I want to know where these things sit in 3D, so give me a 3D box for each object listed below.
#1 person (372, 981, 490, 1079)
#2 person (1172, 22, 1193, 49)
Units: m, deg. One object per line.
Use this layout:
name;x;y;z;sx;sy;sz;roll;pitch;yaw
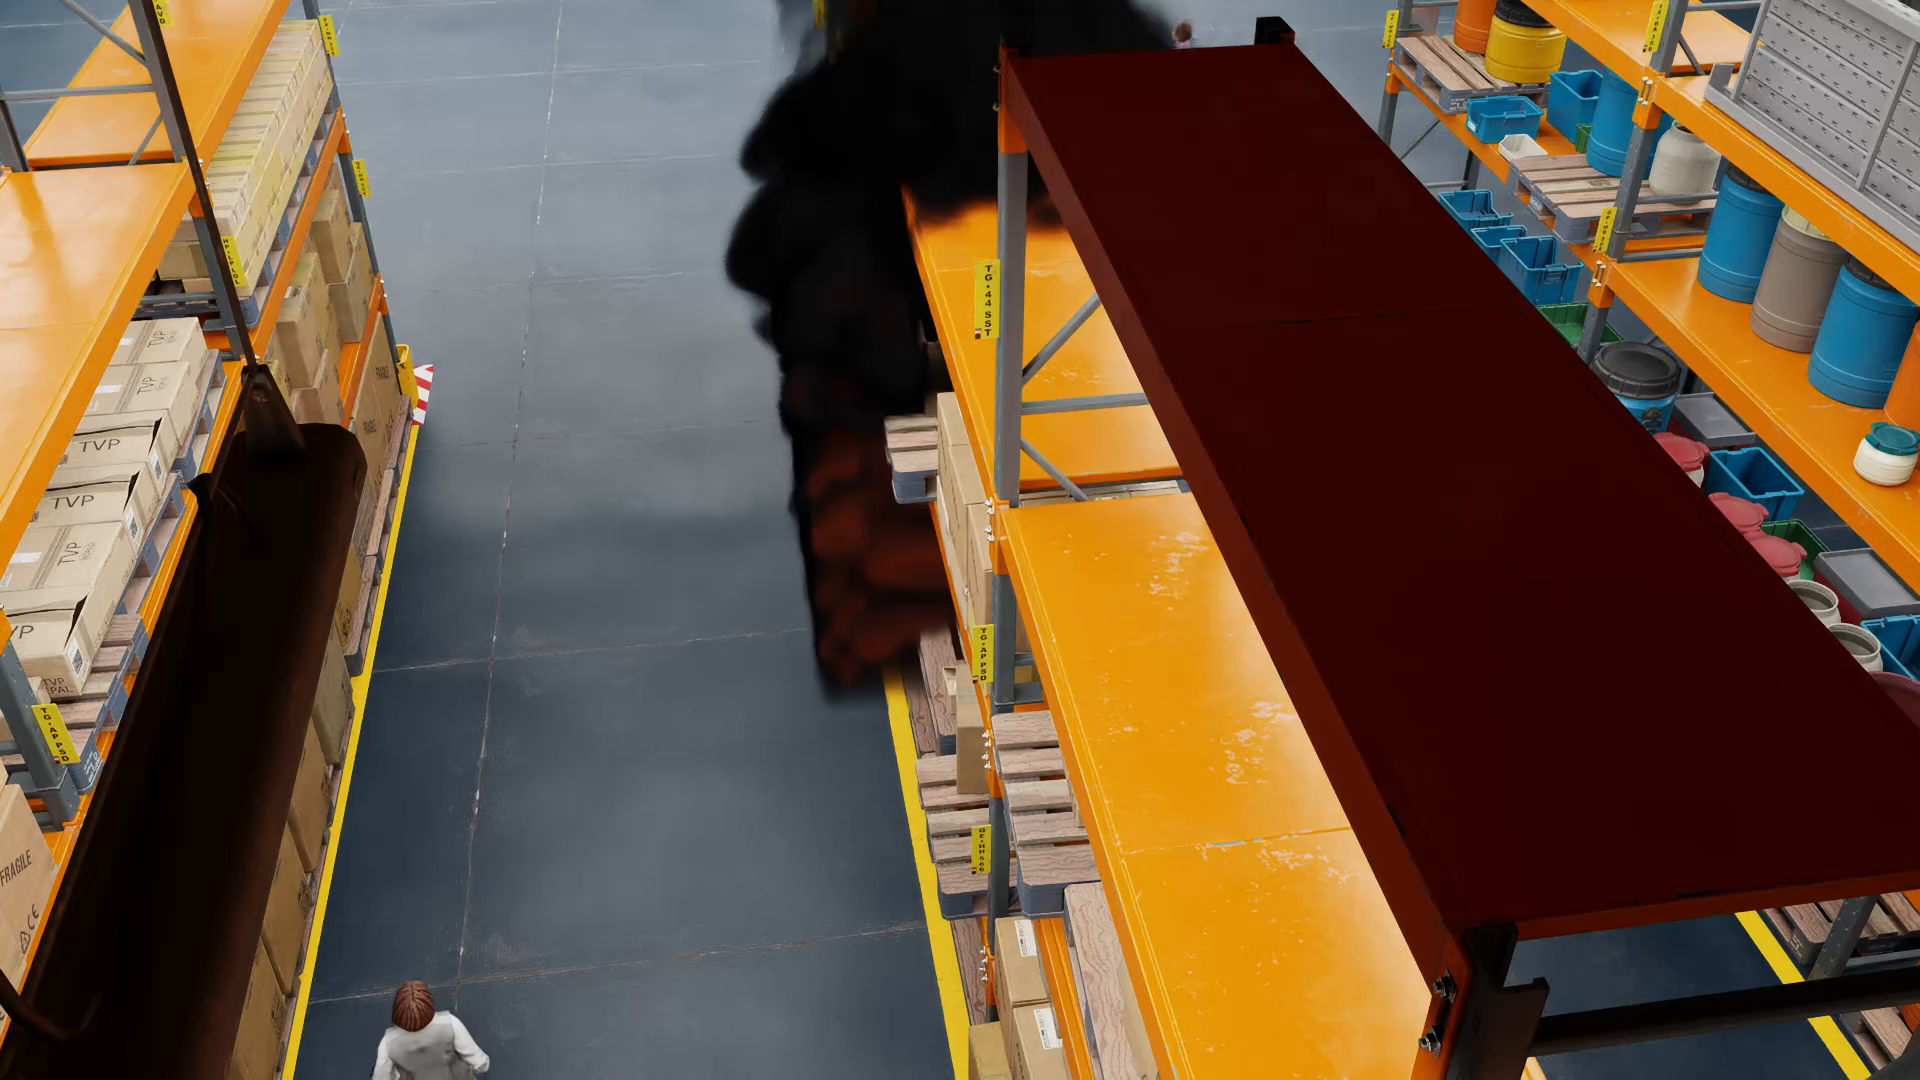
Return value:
person;-2.509;2.668;8.026;0.538;1.566;0.487;-11;38;-14
person;2.546;-5.157;19.125;0.857;1.609;0.559;8;37;11
